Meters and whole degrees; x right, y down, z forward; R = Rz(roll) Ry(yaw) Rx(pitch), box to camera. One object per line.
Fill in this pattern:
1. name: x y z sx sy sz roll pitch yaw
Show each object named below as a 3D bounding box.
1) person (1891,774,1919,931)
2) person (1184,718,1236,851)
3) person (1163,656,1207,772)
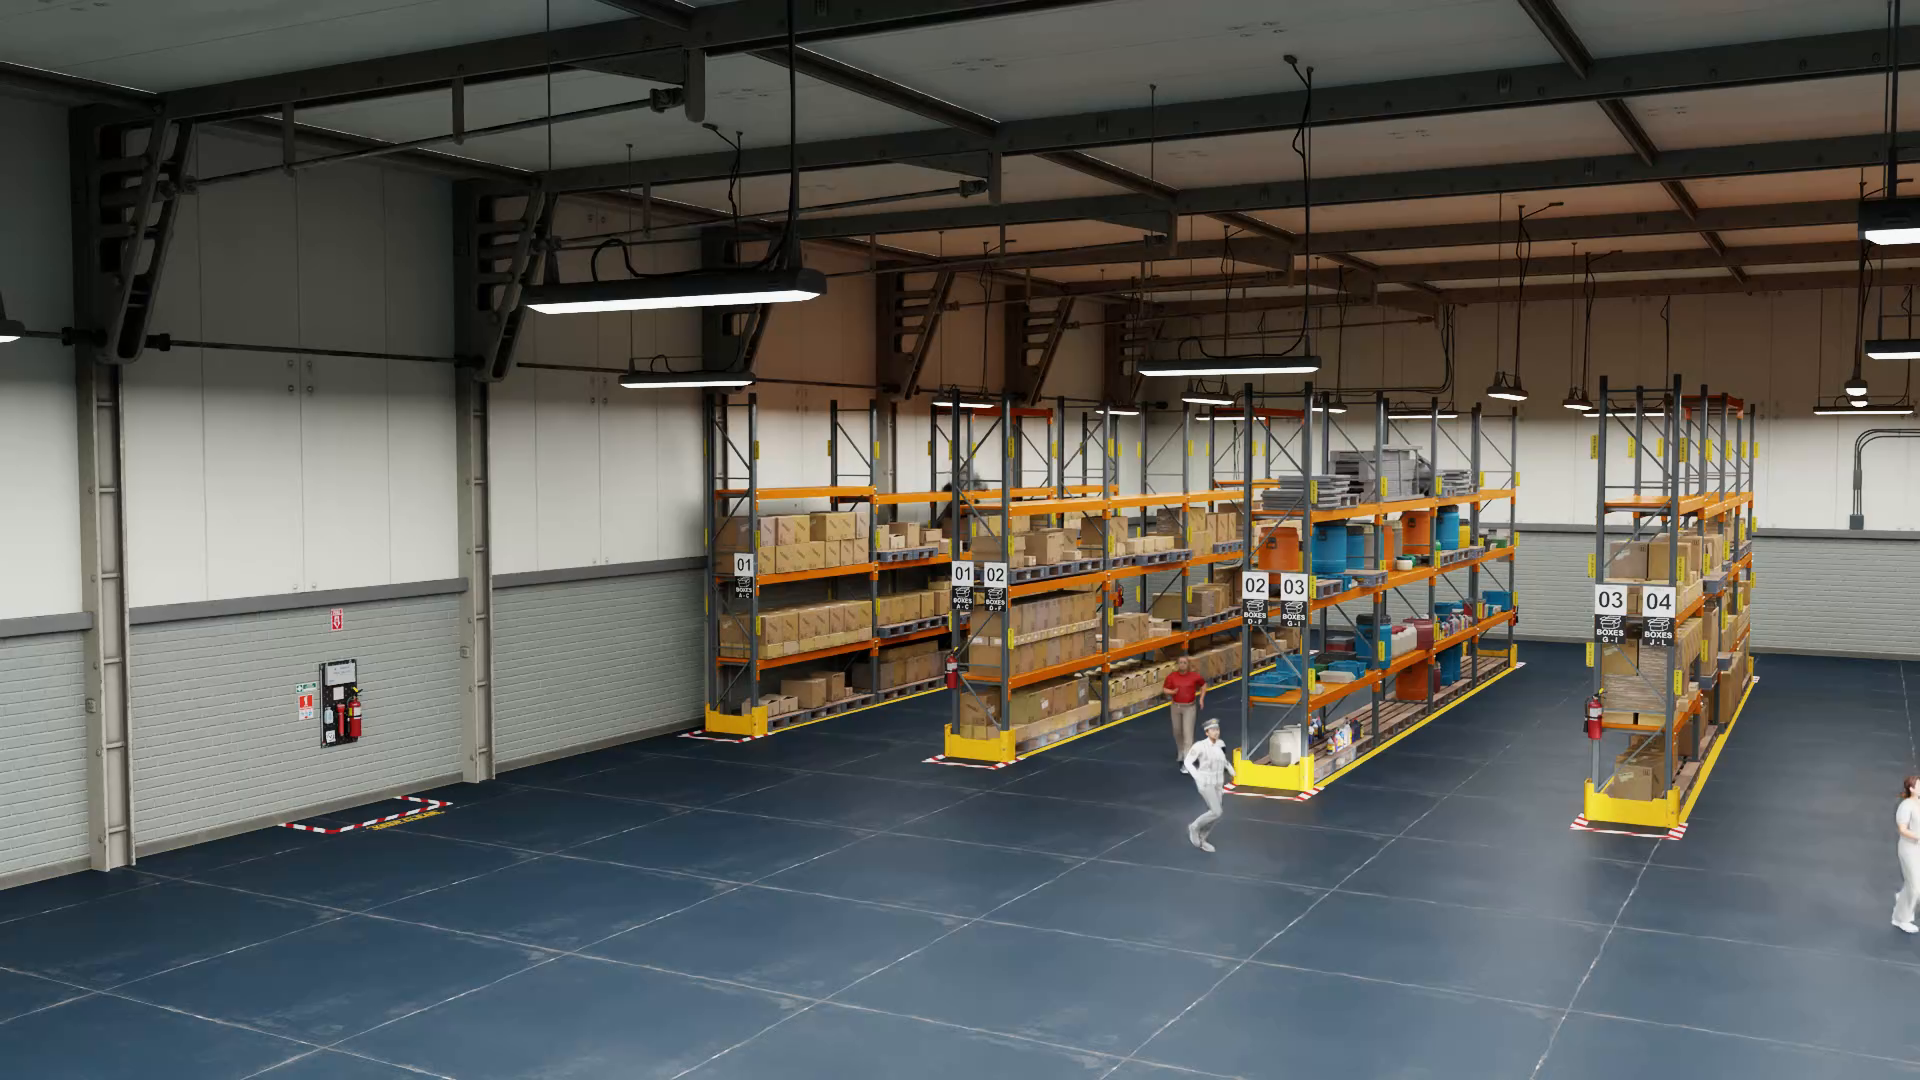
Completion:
1. person: 9.944 3.247 17.214 0.581 1.646 0.569 -2 3 -27
2. person: 3.169 3.049 20.743 0.600 1.666 0.547 -2 4 -35
3. person: 3.529 2.719 26.236 0.641 1.782 0.845 1 3 20
